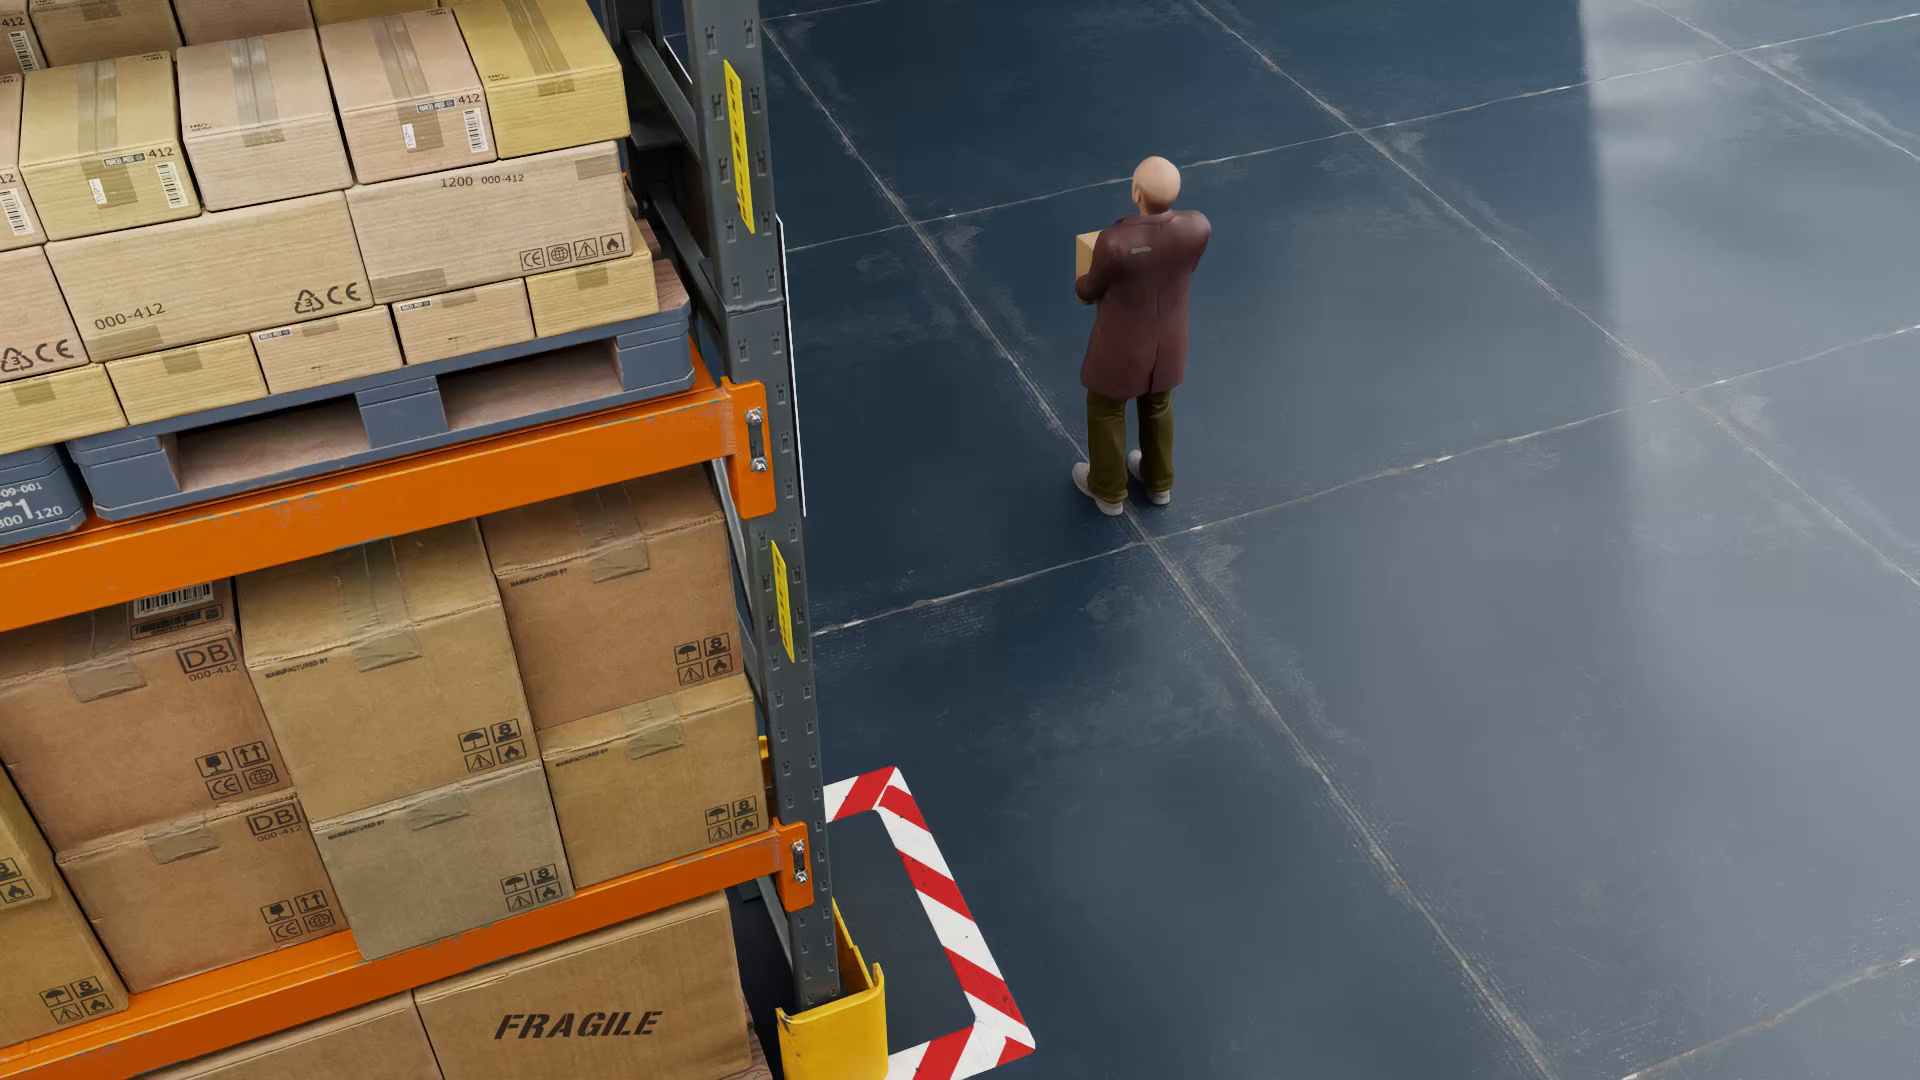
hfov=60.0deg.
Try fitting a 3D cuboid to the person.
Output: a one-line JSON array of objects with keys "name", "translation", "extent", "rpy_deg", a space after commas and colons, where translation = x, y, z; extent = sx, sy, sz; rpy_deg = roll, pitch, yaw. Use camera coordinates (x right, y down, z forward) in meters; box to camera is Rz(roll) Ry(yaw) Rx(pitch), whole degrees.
[{"name": "person", "translation": [0.749, -0.831, 7.283], "extent": [0.529, 1.559, 0.468], "rpy_deg": [-15, 43, -17]}]
